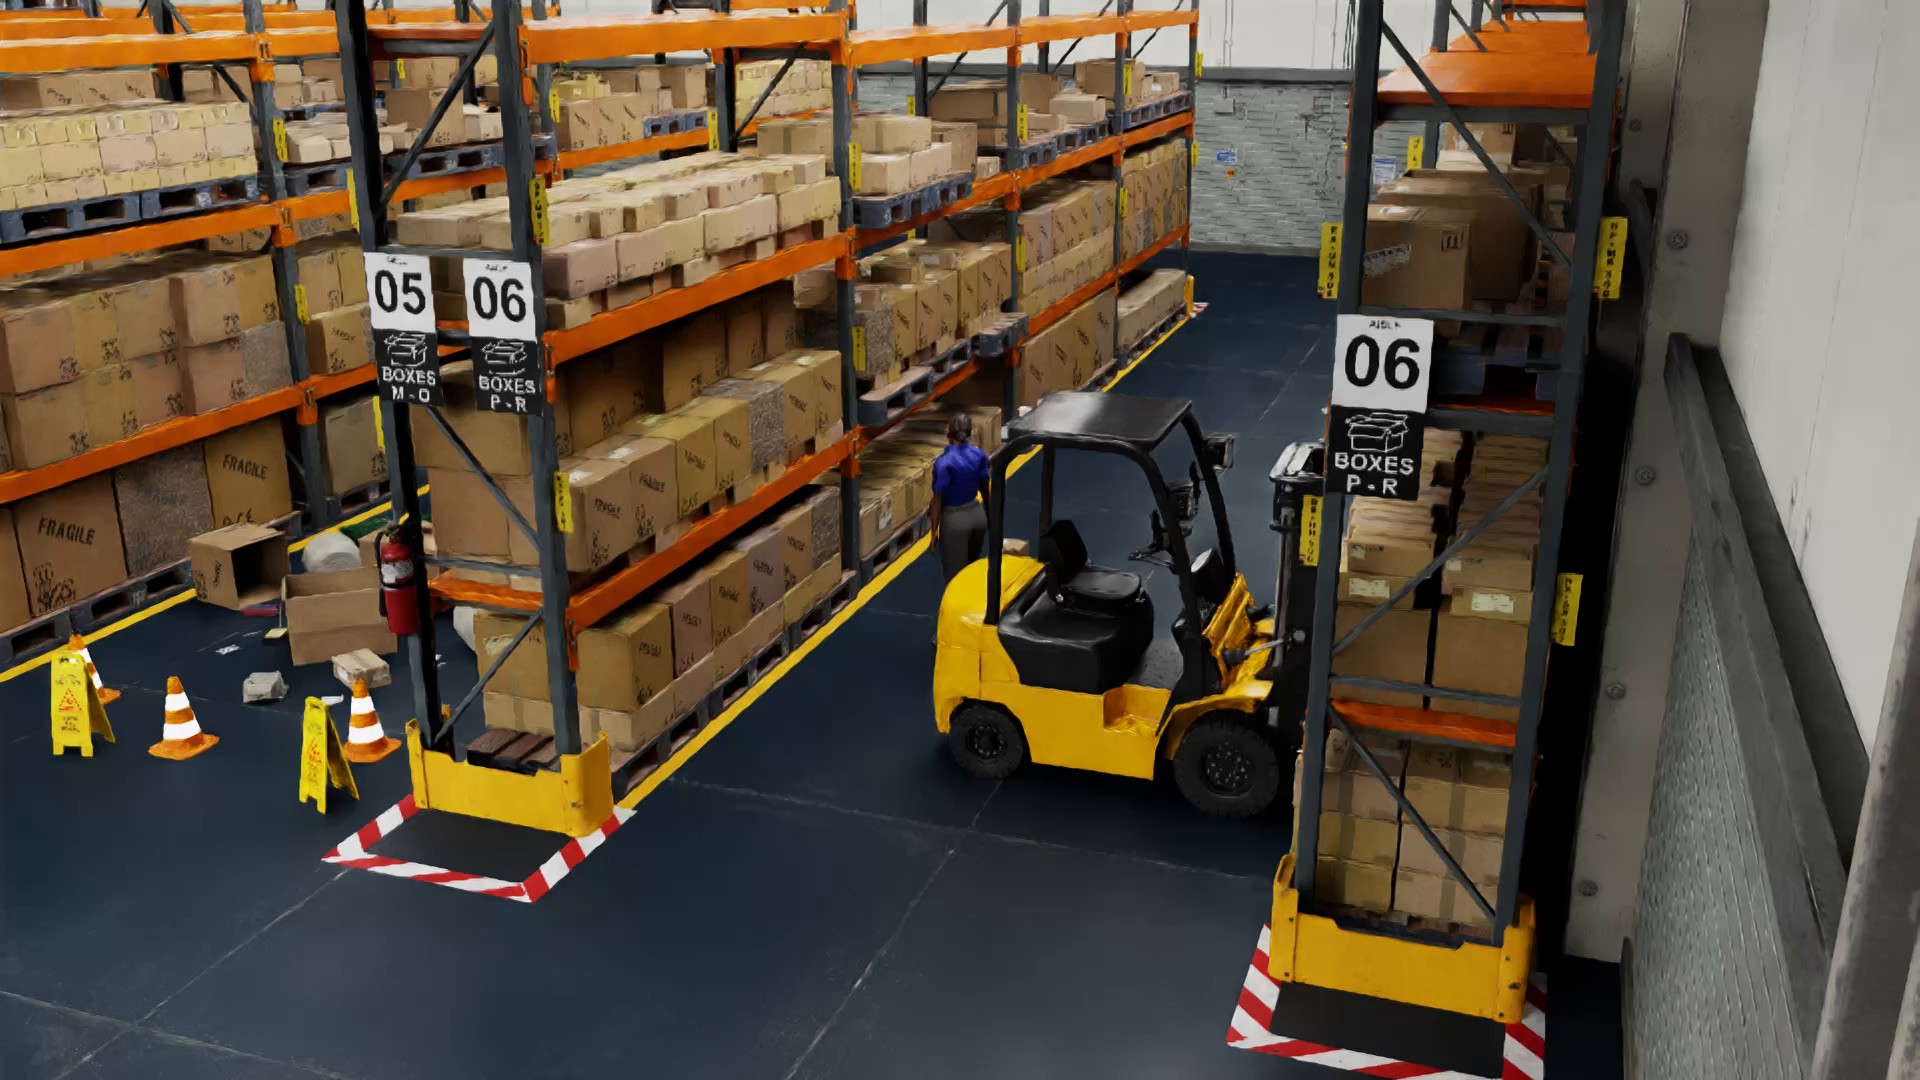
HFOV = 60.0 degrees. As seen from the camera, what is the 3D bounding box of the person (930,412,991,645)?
[{"bbox_3d":[-0.026,-0.121,11.859,0.629,1.656,0.562,-16,24,-39],"label":"person"}]
